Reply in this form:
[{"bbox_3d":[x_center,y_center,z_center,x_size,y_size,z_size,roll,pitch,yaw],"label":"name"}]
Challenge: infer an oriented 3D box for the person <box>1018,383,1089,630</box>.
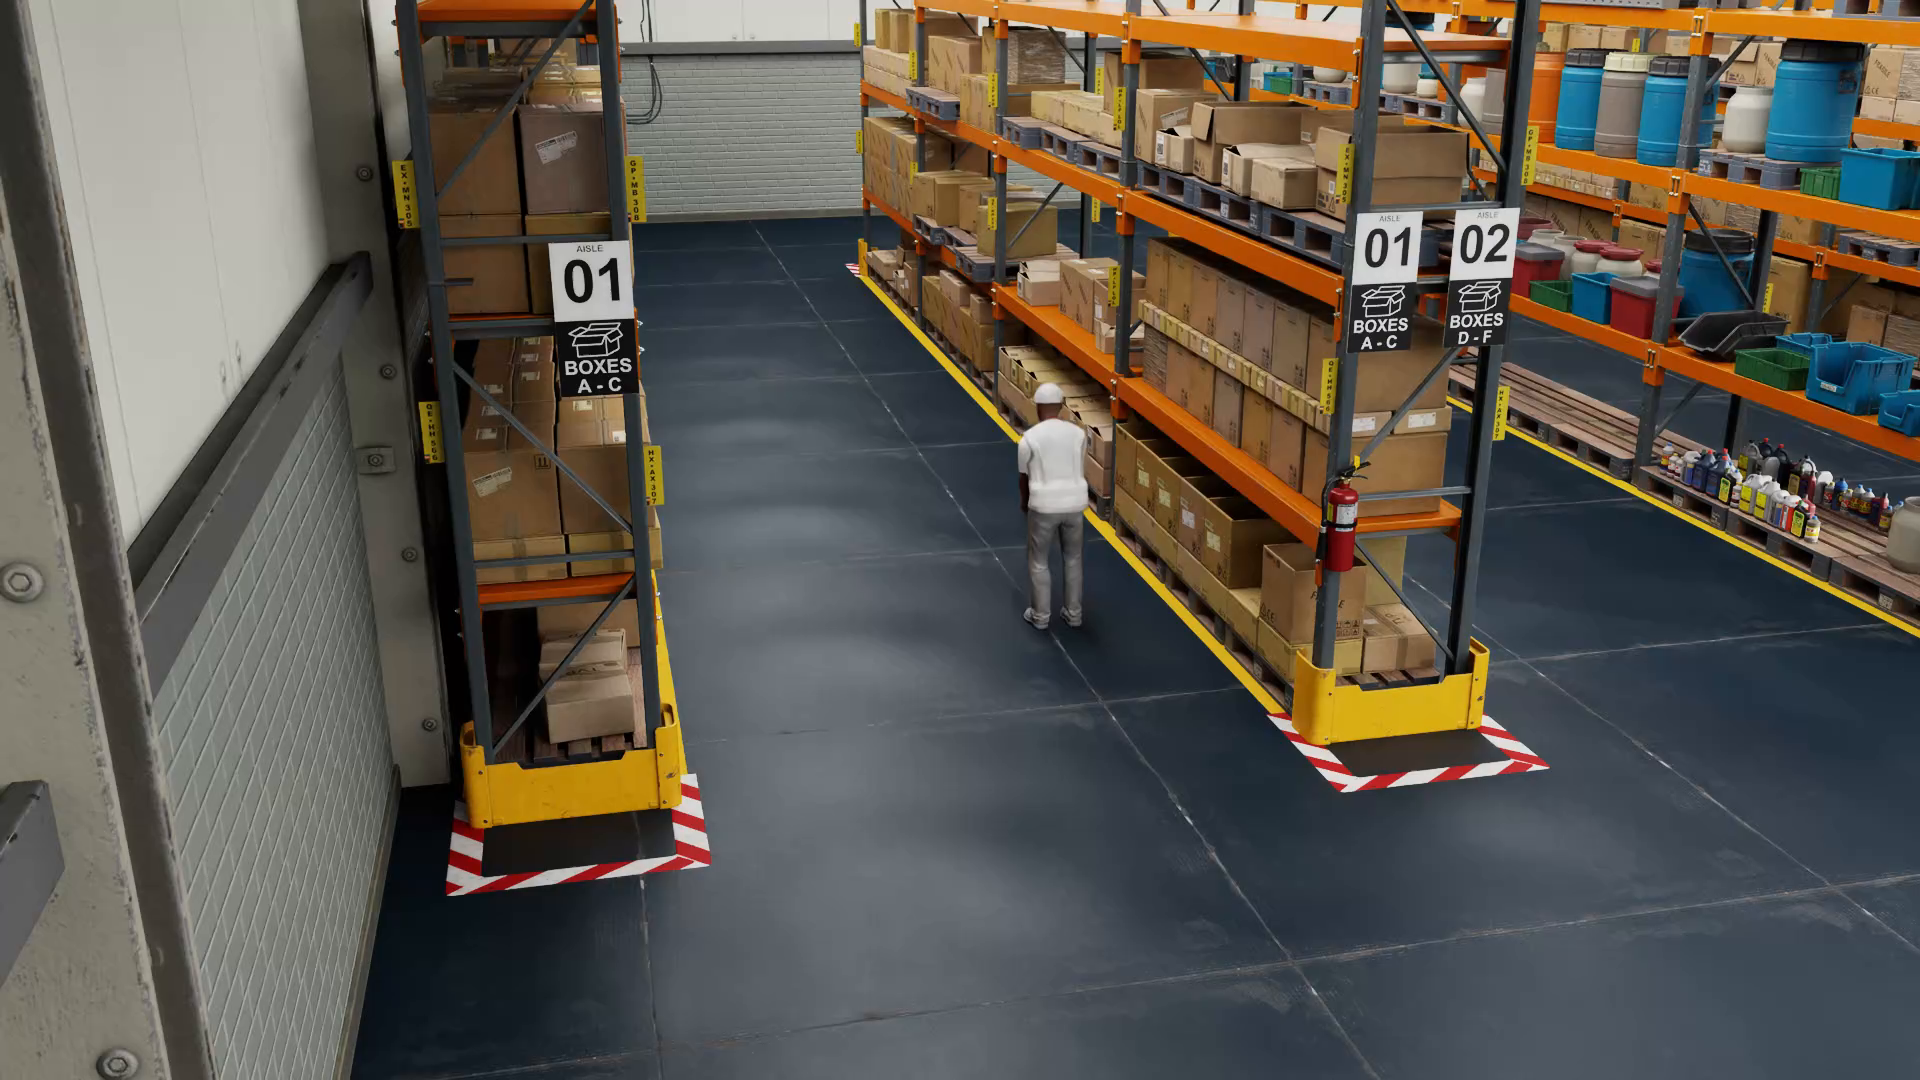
[{"bbox_3d":[0.640,-0.255,11.799,0.497,1.735,0.601,-5,20,-13],"label":"person"}]
